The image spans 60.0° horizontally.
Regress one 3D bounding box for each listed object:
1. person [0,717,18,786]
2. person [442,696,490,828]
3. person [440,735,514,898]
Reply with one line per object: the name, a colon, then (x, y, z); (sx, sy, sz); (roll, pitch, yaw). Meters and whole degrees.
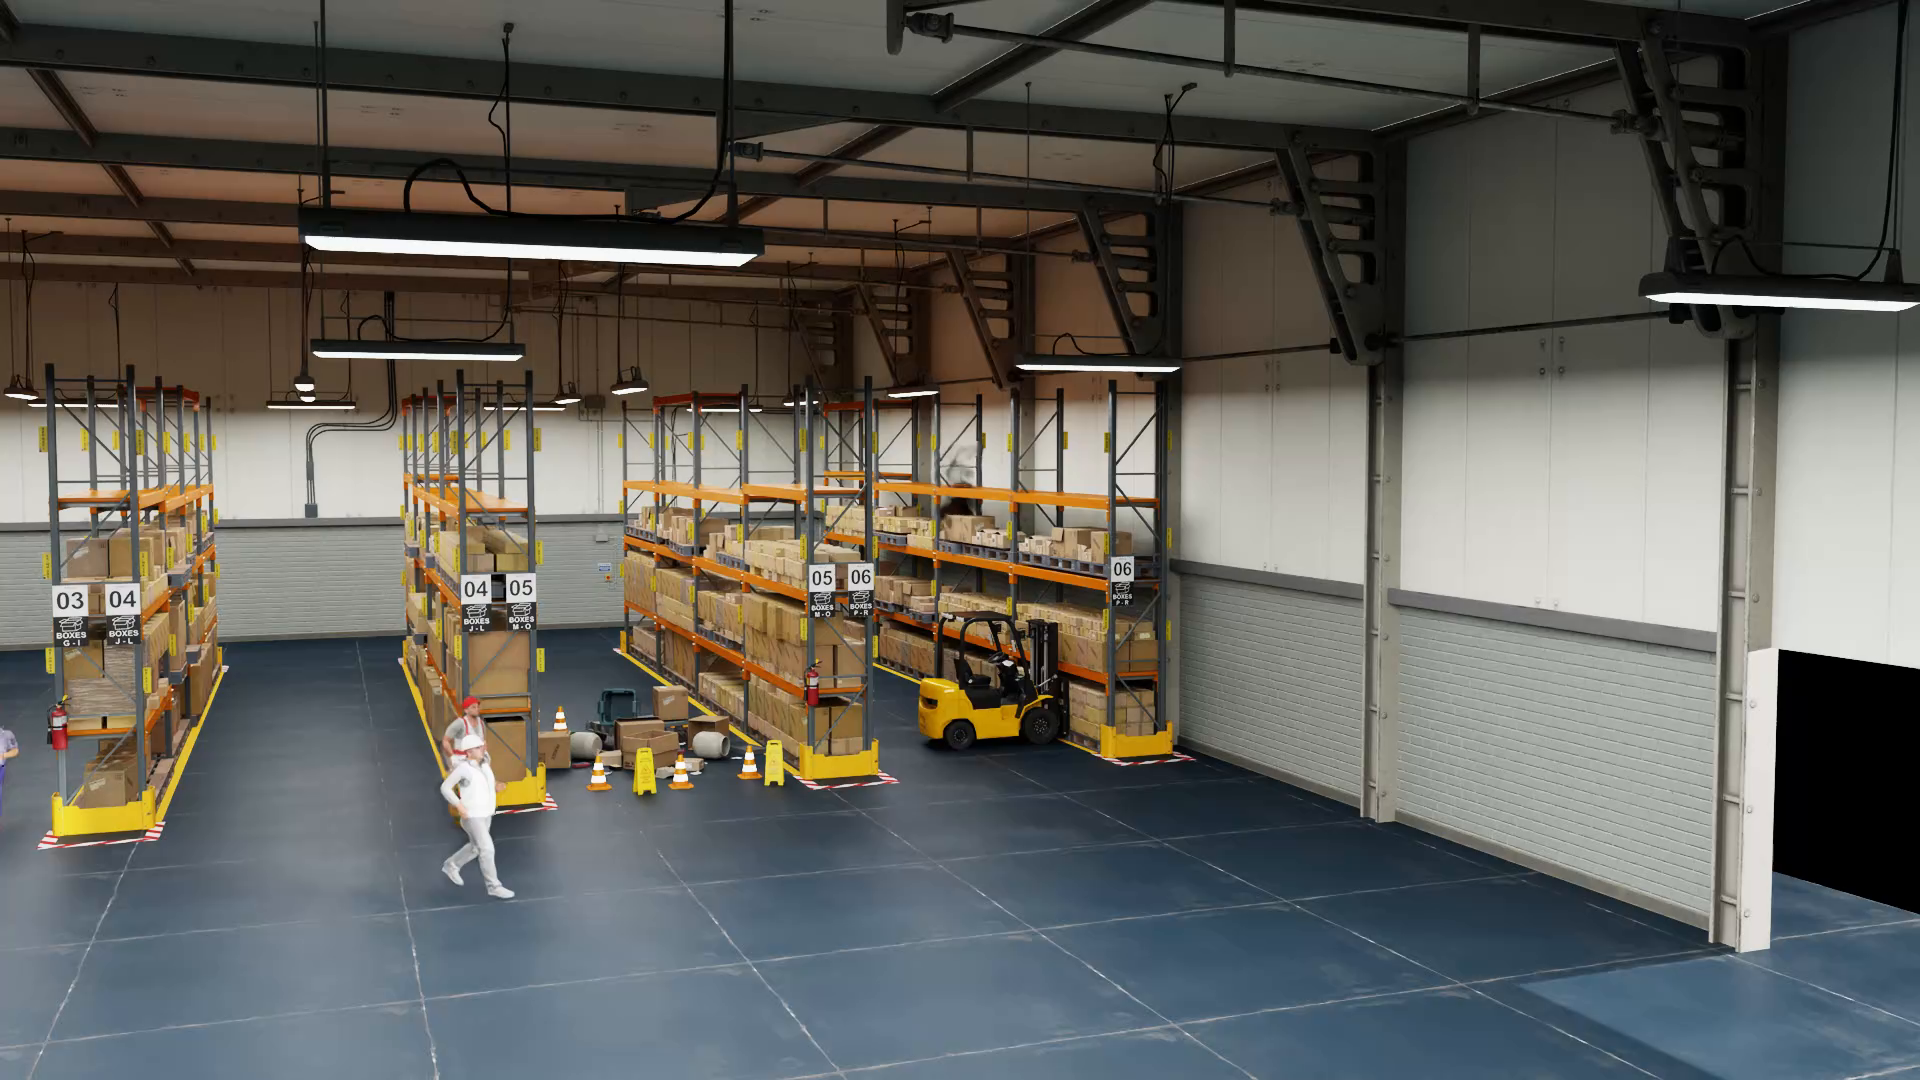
person: (-12.236, 2.988, 20.983); (0.600, 1.685, 0.751); (-3, 4, -42)
person: (-6.380, 2.883, 21.603); (0.566, 1.713, 0.623); (2, 4, 28)
person: (-5.334, 3.021, 18.322); (0.970, 1.758, 0.656); (1, 3, 15)
